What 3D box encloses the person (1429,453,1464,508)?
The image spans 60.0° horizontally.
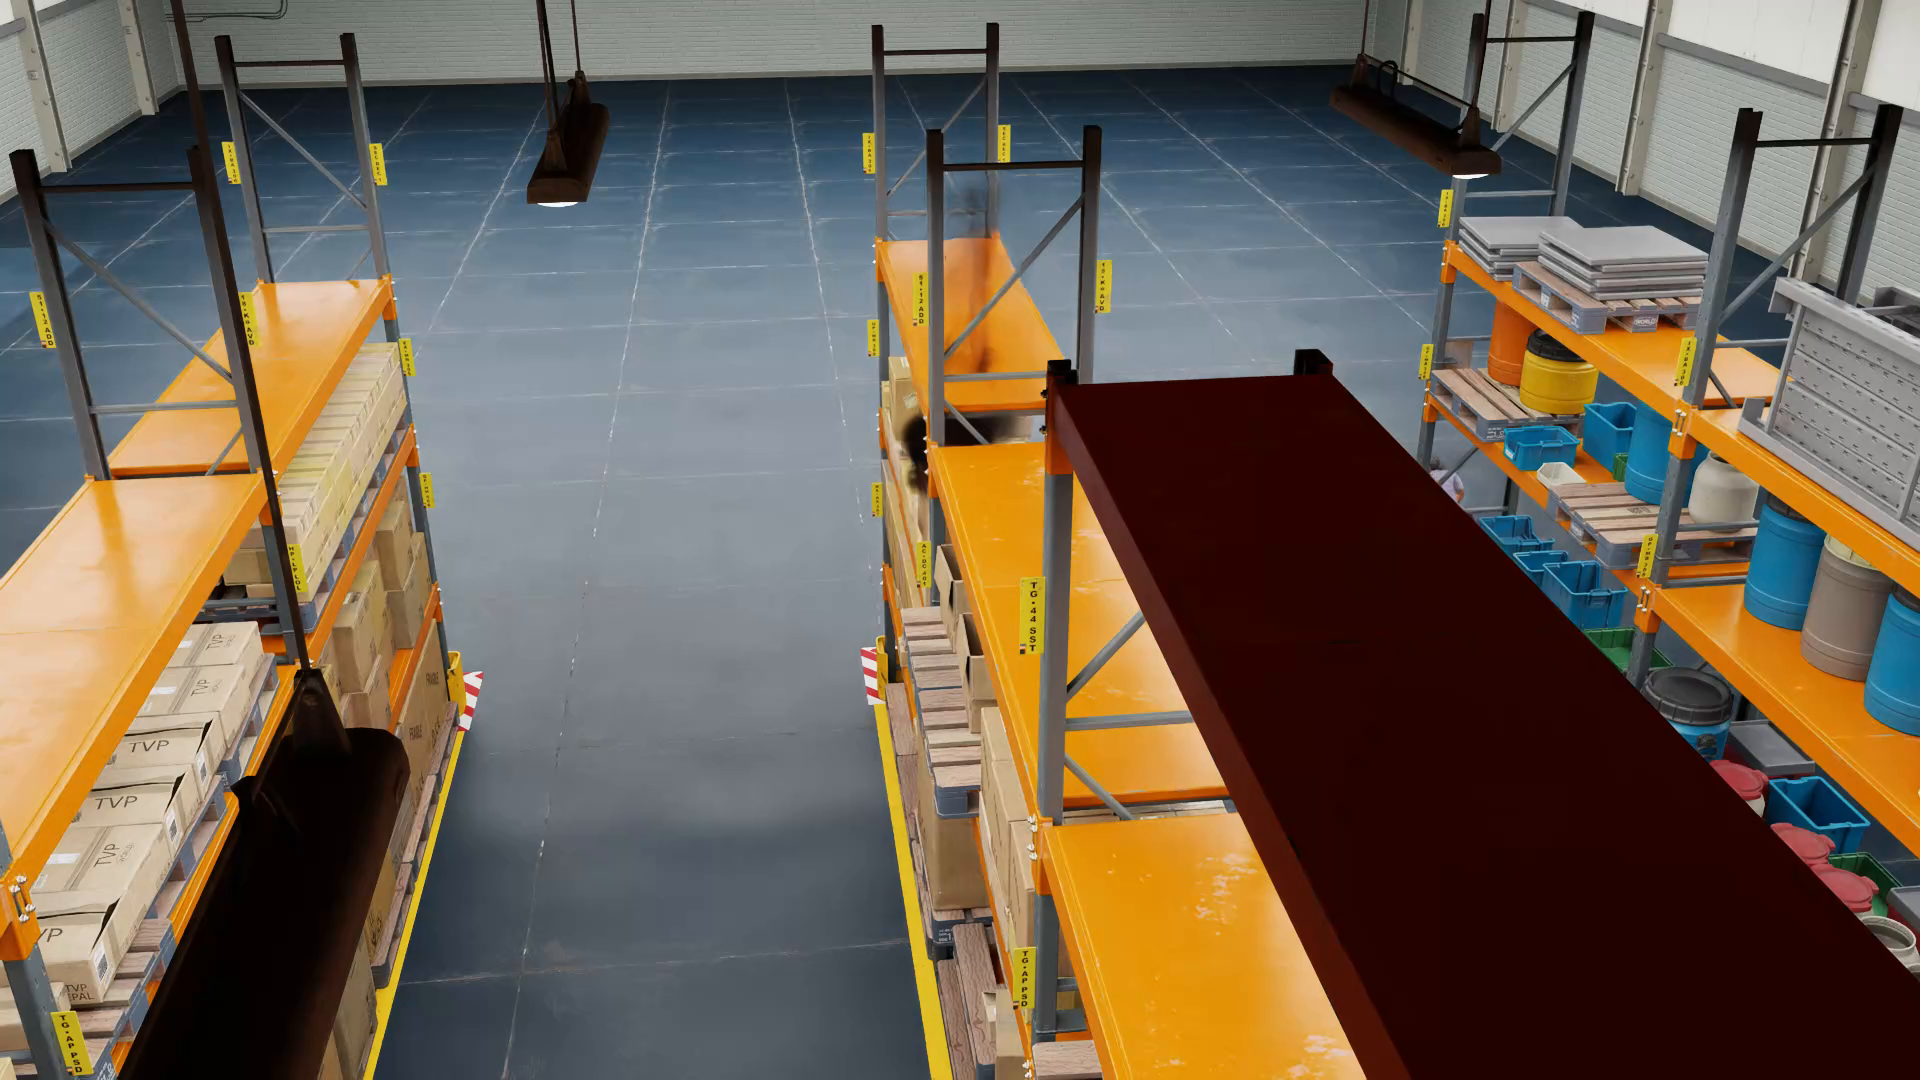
[{"bbox_3d":[5.052,-0.099,16.999,0.920,1.515,0.607,20,32,35],"label":"person"}]
